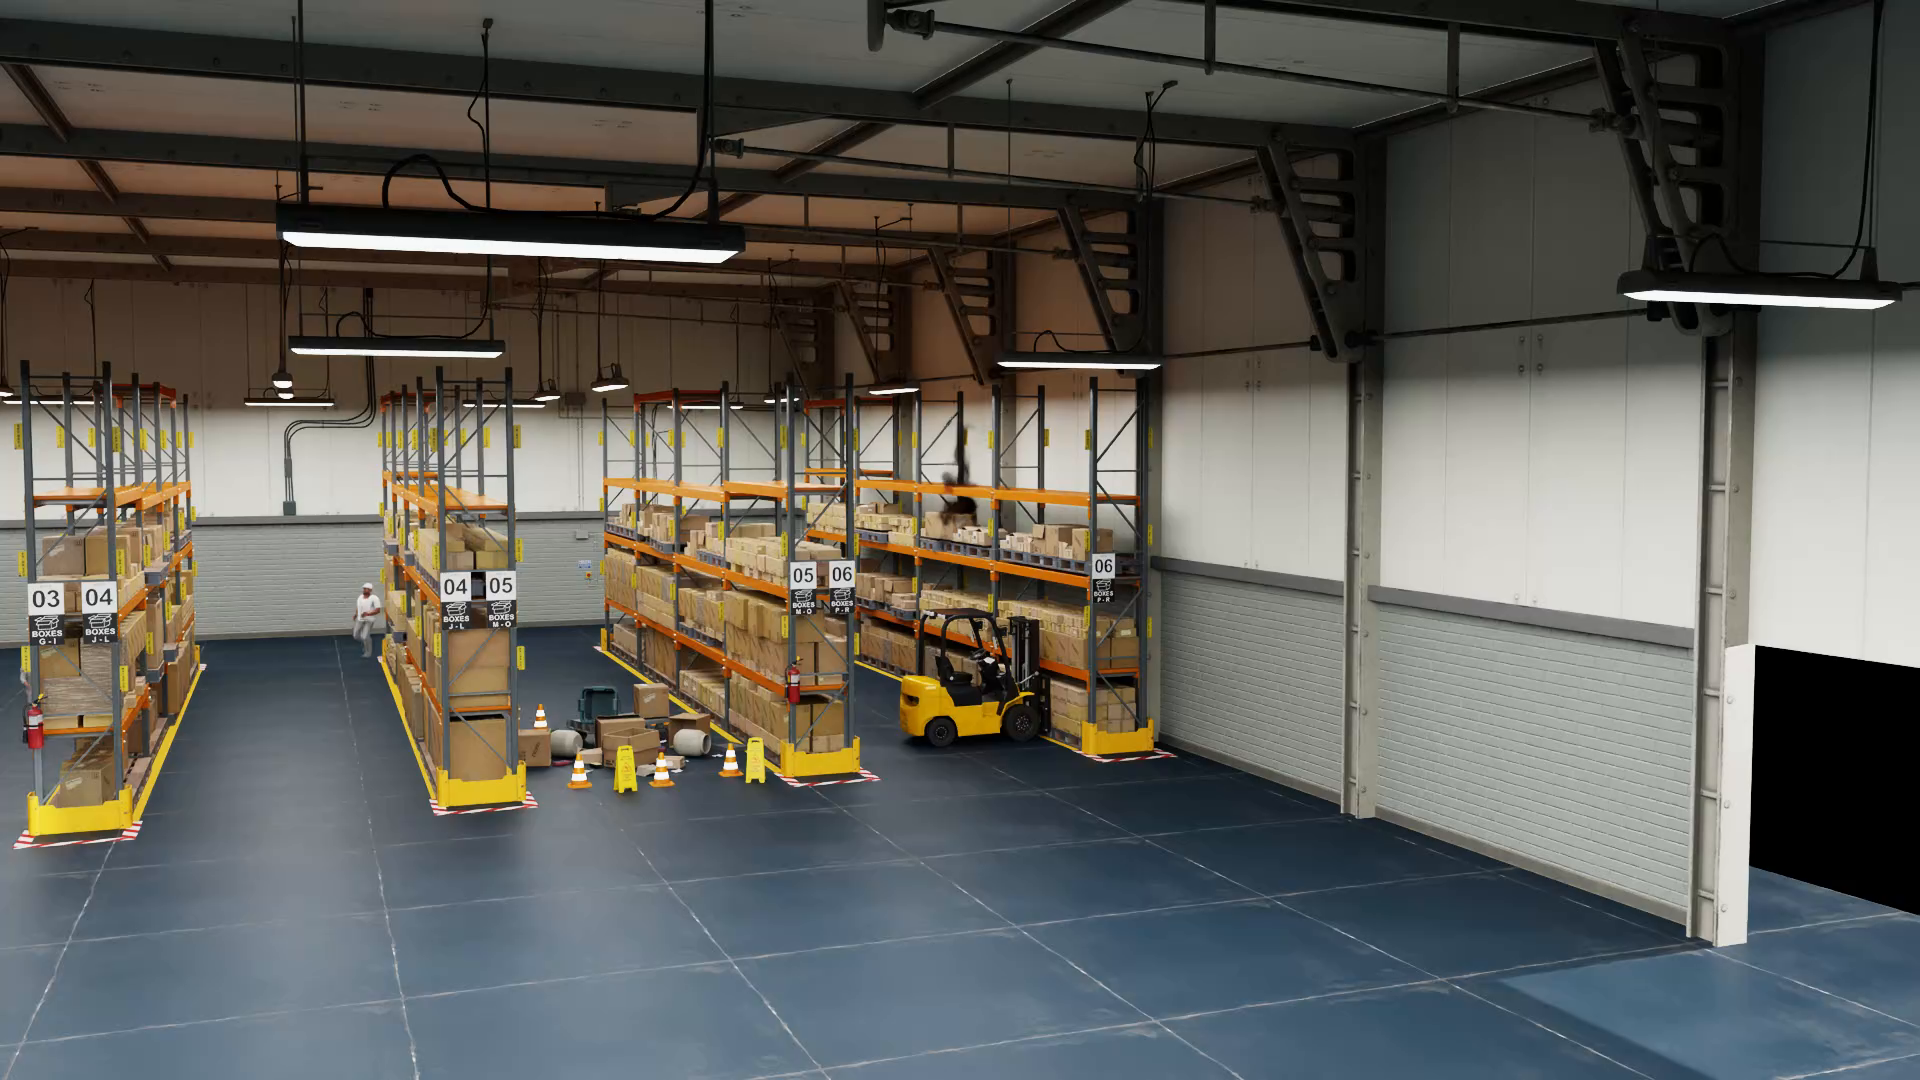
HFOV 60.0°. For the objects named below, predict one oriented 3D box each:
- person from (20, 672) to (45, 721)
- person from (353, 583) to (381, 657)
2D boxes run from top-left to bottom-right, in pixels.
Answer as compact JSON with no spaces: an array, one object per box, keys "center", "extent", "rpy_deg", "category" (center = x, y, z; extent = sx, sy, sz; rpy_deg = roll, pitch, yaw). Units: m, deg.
[{"center":[-15.418,2.576,27.818],"extent":[0.506,1.541,0.690],"rpy_deg":[-1,4,-21],"category":"person"},{"center":[-13.685,1.845,38.292],"extent":[0.709,1.707,0.544],"rpy_deg":[1,4,15],"category":"person"}]
